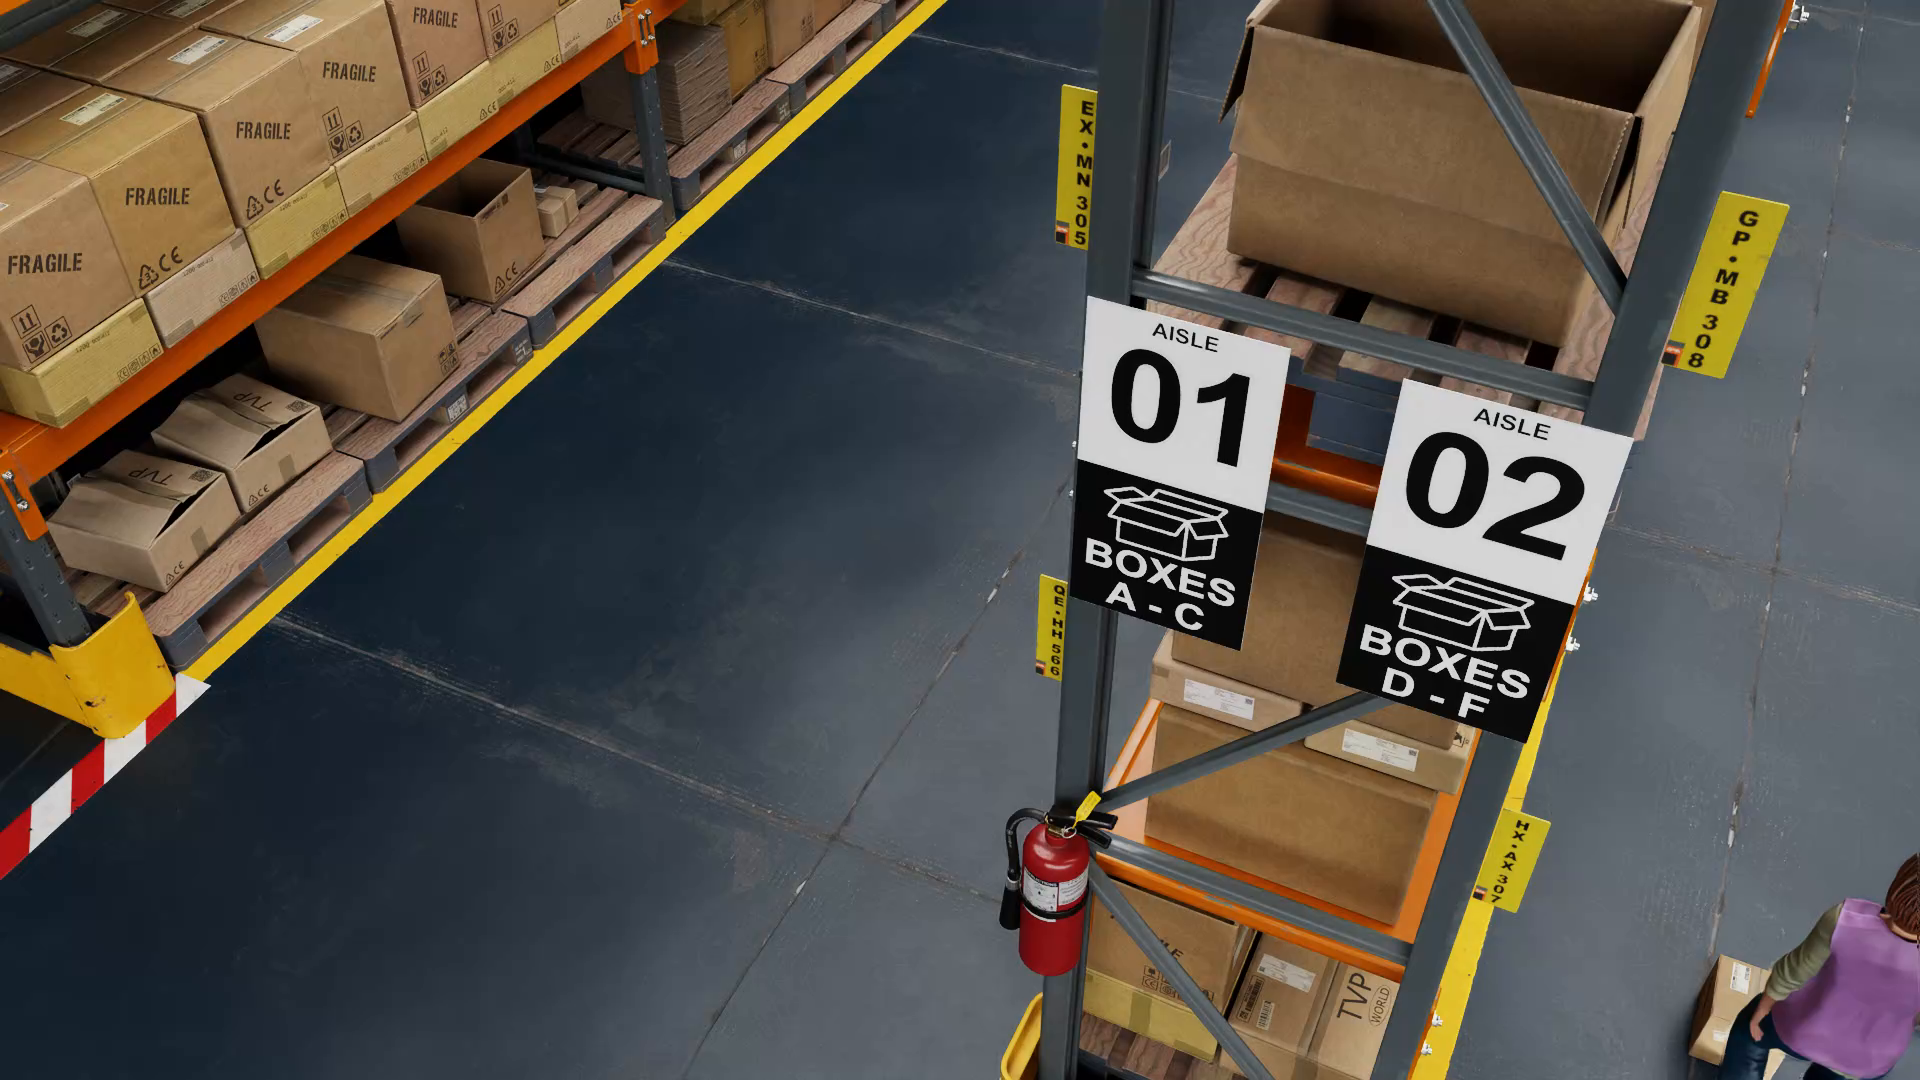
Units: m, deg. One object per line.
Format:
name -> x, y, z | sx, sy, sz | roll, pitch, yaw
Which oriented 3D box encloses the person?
person -> 2.468, 1.382, 4.722 | 0.437, 1.500, 0.479 | 21, 47, 22
